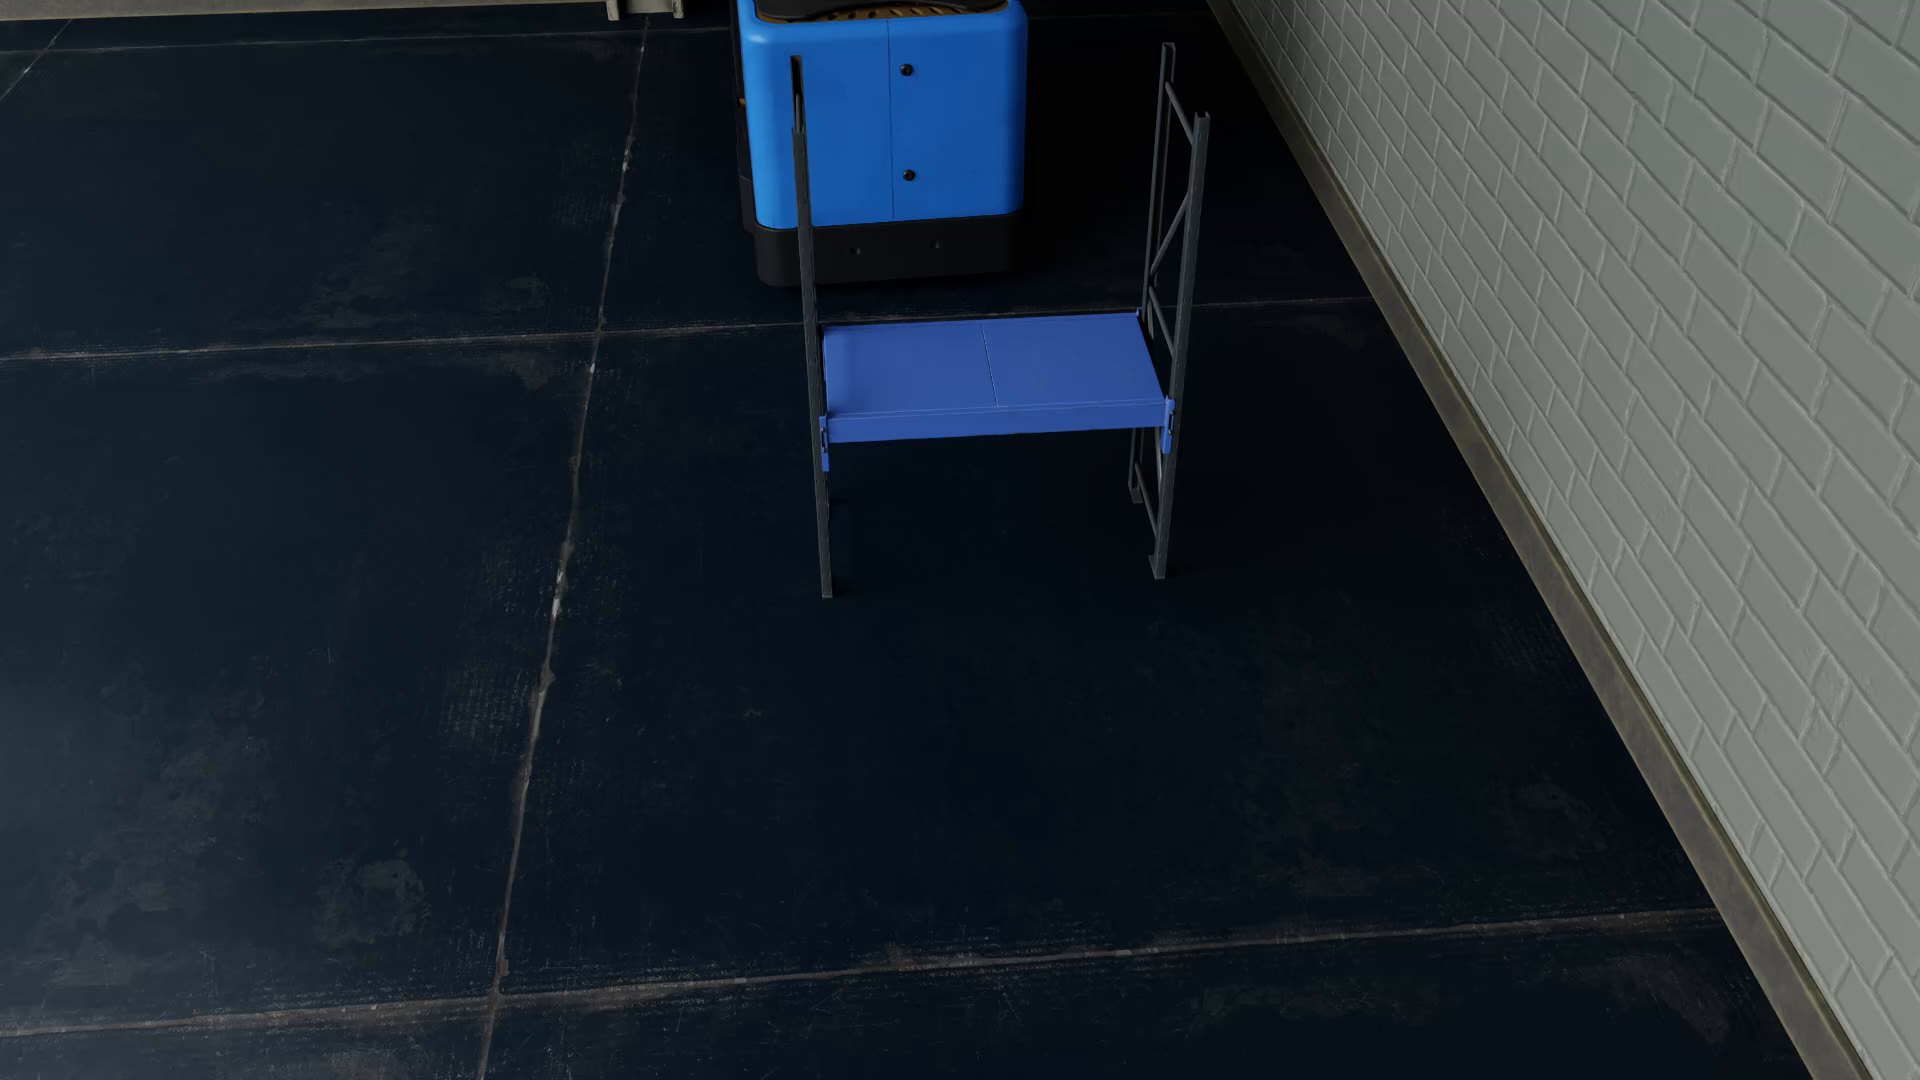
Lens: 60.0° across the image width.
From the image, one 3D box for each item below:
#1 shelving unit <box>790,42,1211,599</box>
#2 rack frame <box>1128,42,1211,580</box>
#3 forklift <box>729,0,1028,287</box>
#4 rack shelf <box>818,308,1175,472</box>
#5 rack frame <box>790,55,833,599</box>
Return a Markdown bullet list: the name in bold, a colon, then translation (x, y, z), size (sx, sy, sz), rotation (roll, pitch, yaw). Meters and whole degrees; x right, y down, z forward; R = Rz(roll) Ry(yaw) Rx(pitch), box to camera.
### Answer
- **shelving unit**: translation (0.085, -0.593, 4.791), size (1.048, 1.500, 0.538), rotation (-3, 38, -4)
- **rack frame**: translation (0.591, -0.621, 4.827), size (0.032, 1.500, 0.500), rotation (-3, 38, -4)
- **forklift**: translation (-0.460, -3.026, 6.719), size (1.130, 2.935, 3.031), rotation (-5, 39, -6)
- **rack shelf**: translation (0.085, -0.452, 4.903), size (1.000, 0.185, 0.538), rotation (-3, 38, -4)
- **rack frame**: translation (-0.421, -0.566, 4.756), size (0.032, 1.500, 0.500), rotation (-3, 38, -4)
